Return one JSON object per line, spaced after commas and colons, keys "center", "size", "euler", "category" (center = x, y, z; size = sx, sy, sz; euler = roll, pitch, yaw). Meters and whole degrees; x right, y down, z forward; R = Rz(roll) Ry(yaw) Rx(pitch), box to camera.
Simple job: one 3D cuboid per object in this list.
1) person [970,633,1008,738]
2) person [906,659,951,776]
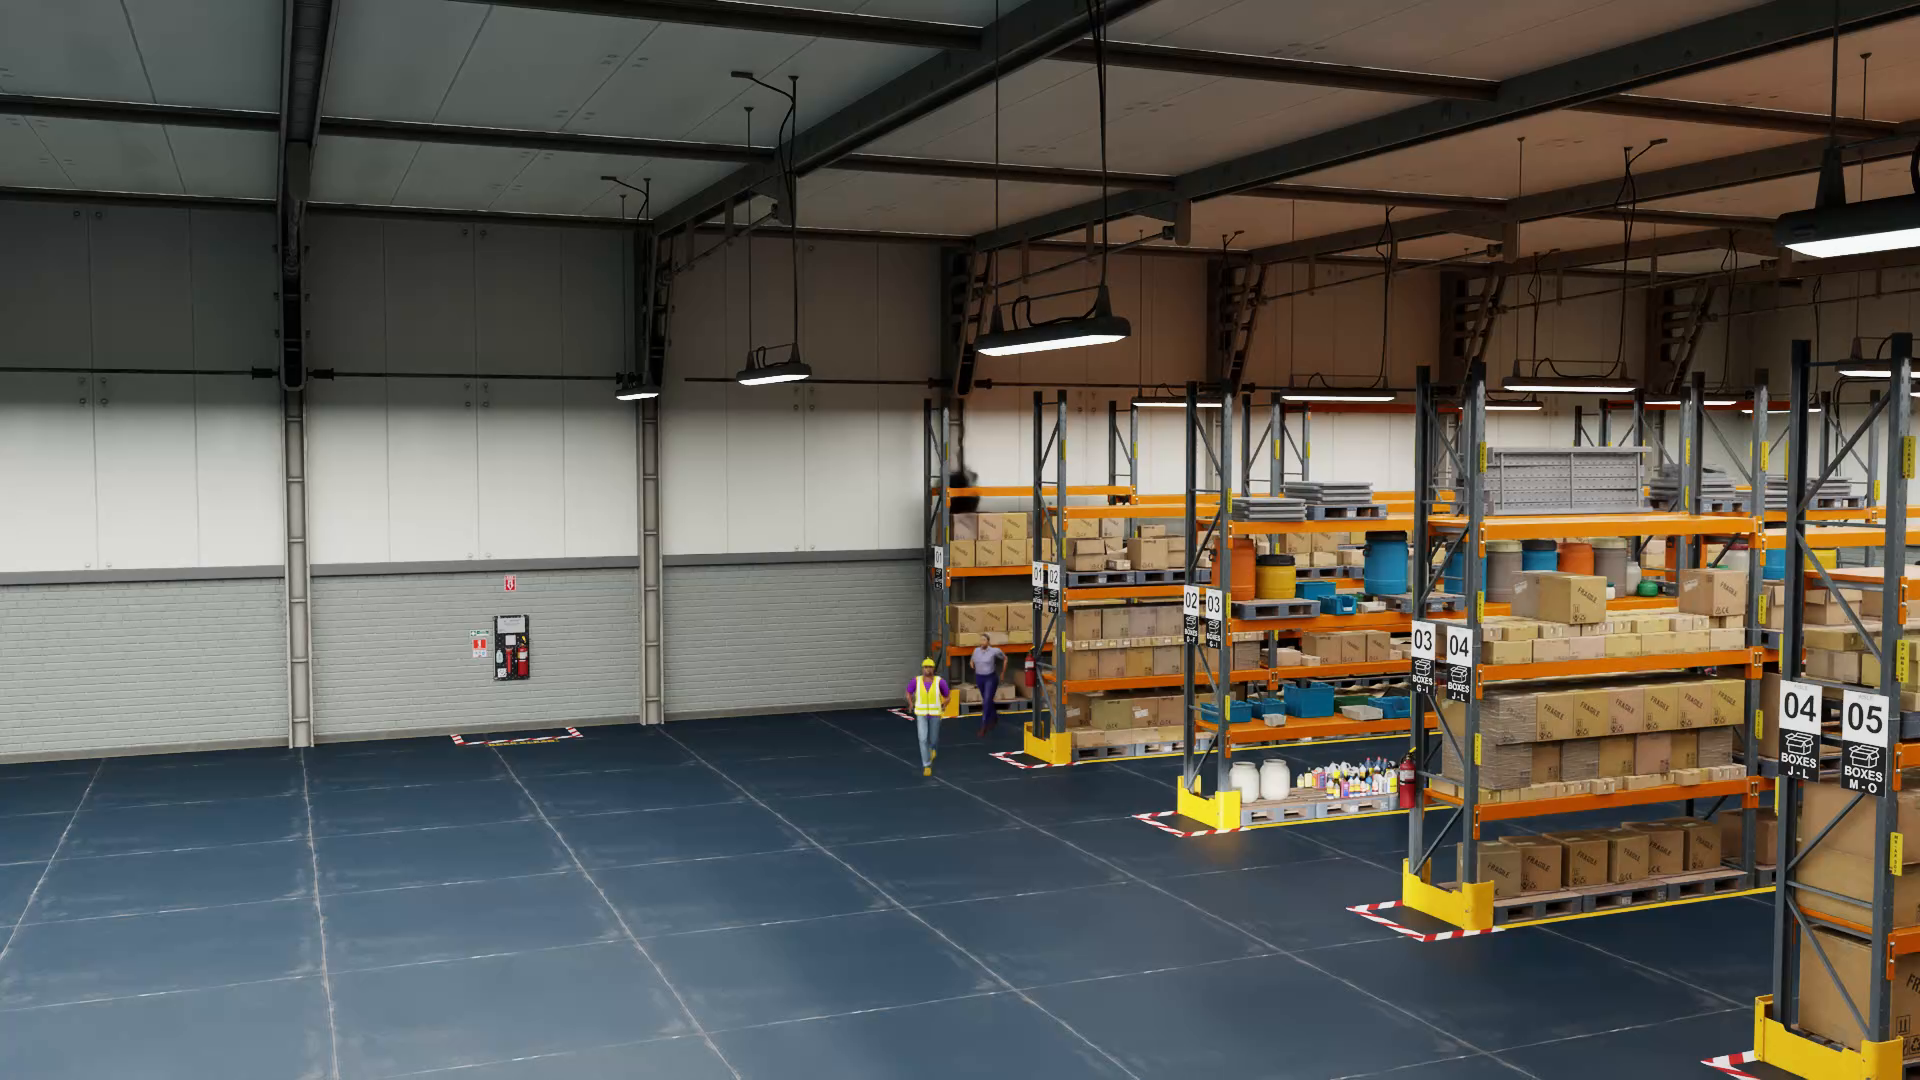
{"center": [0.455, 2.429, 28.162], "size": [0.629, 1.712, 0.836], "euler": [2, 4, 33], "category": "person"}
{"center": [-0.494, 2.704, 25.682], "size": [0.700, 1.759, 0.872], "euler": [0, 3, -1], "category": "person"}
